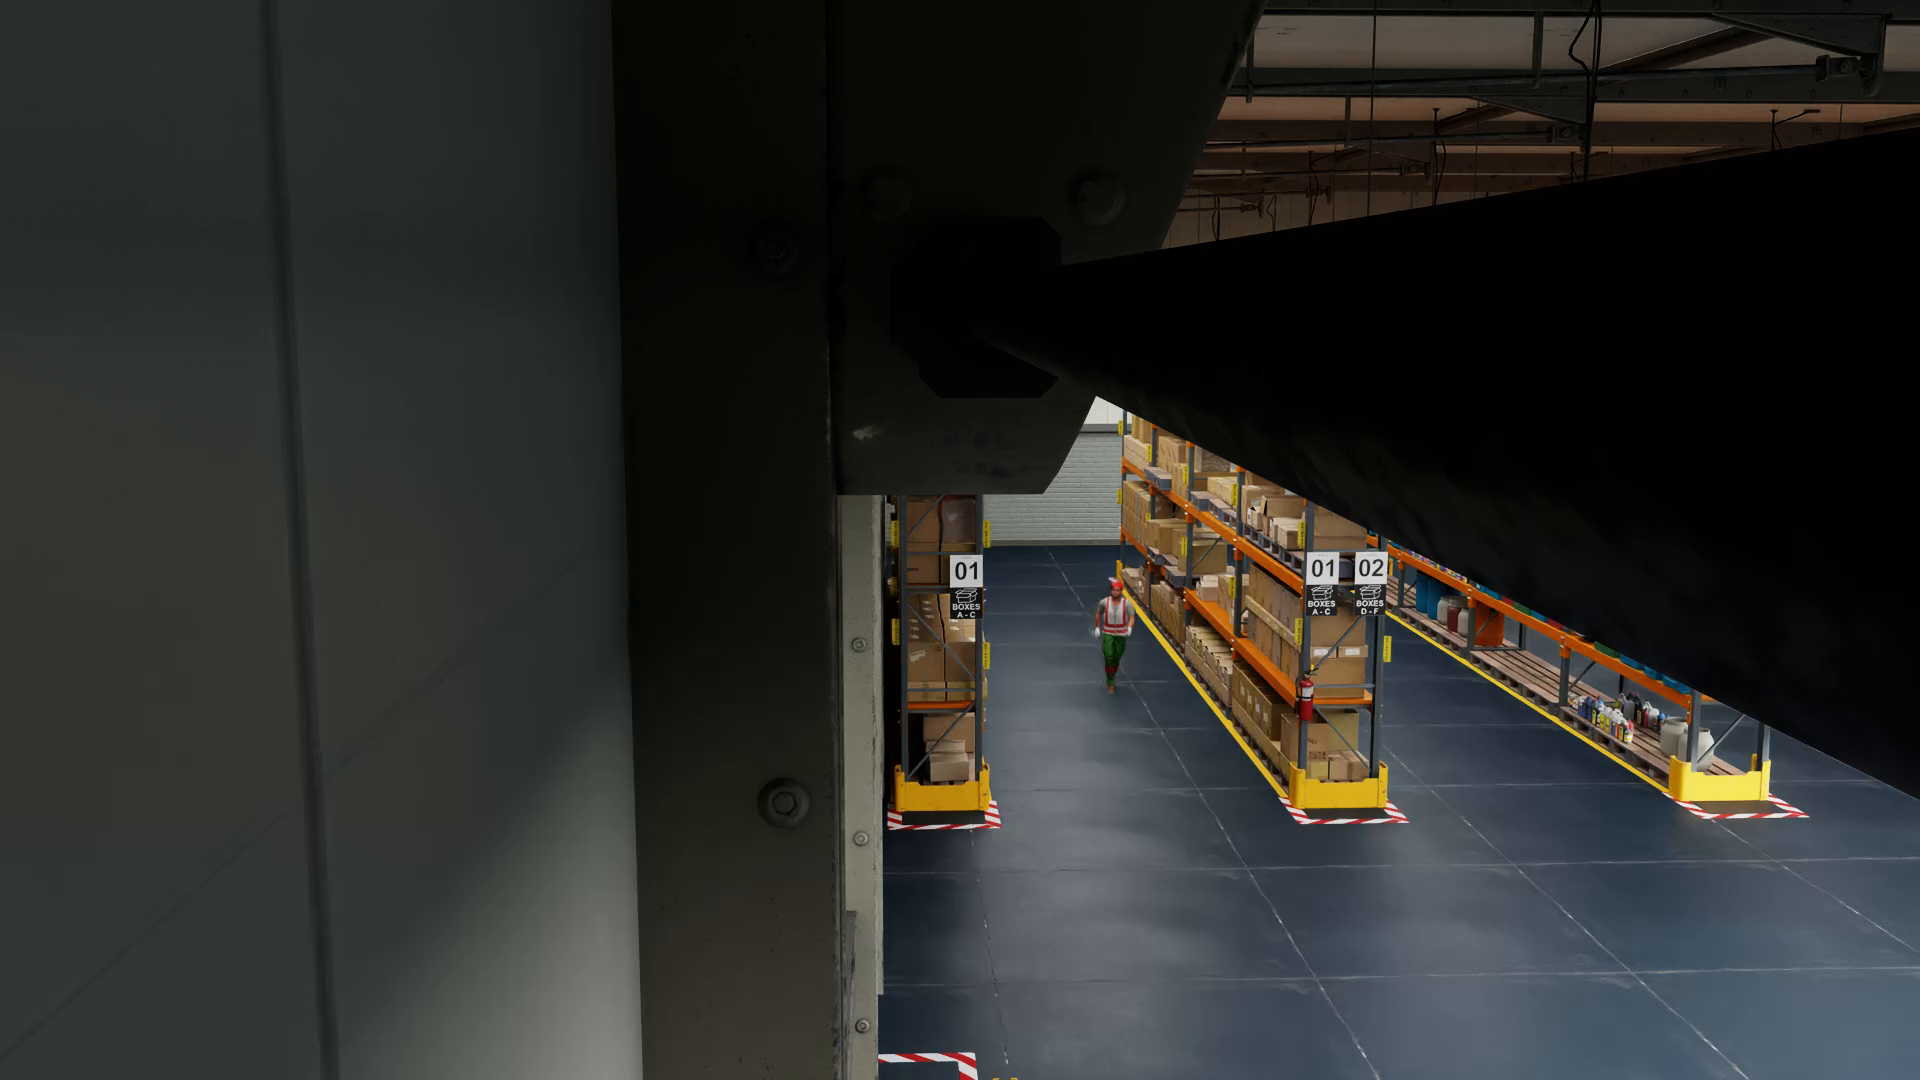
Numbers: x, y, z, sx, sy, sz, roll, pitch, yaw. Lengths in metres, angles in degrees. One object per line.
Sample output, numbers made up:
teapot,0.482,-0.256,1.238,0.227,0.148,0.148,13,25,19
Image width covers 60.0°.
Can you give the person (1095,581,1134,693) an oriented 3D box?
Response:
person,2.504,1.555,26.847,0.606,1.812,0.877,0,8,-3
